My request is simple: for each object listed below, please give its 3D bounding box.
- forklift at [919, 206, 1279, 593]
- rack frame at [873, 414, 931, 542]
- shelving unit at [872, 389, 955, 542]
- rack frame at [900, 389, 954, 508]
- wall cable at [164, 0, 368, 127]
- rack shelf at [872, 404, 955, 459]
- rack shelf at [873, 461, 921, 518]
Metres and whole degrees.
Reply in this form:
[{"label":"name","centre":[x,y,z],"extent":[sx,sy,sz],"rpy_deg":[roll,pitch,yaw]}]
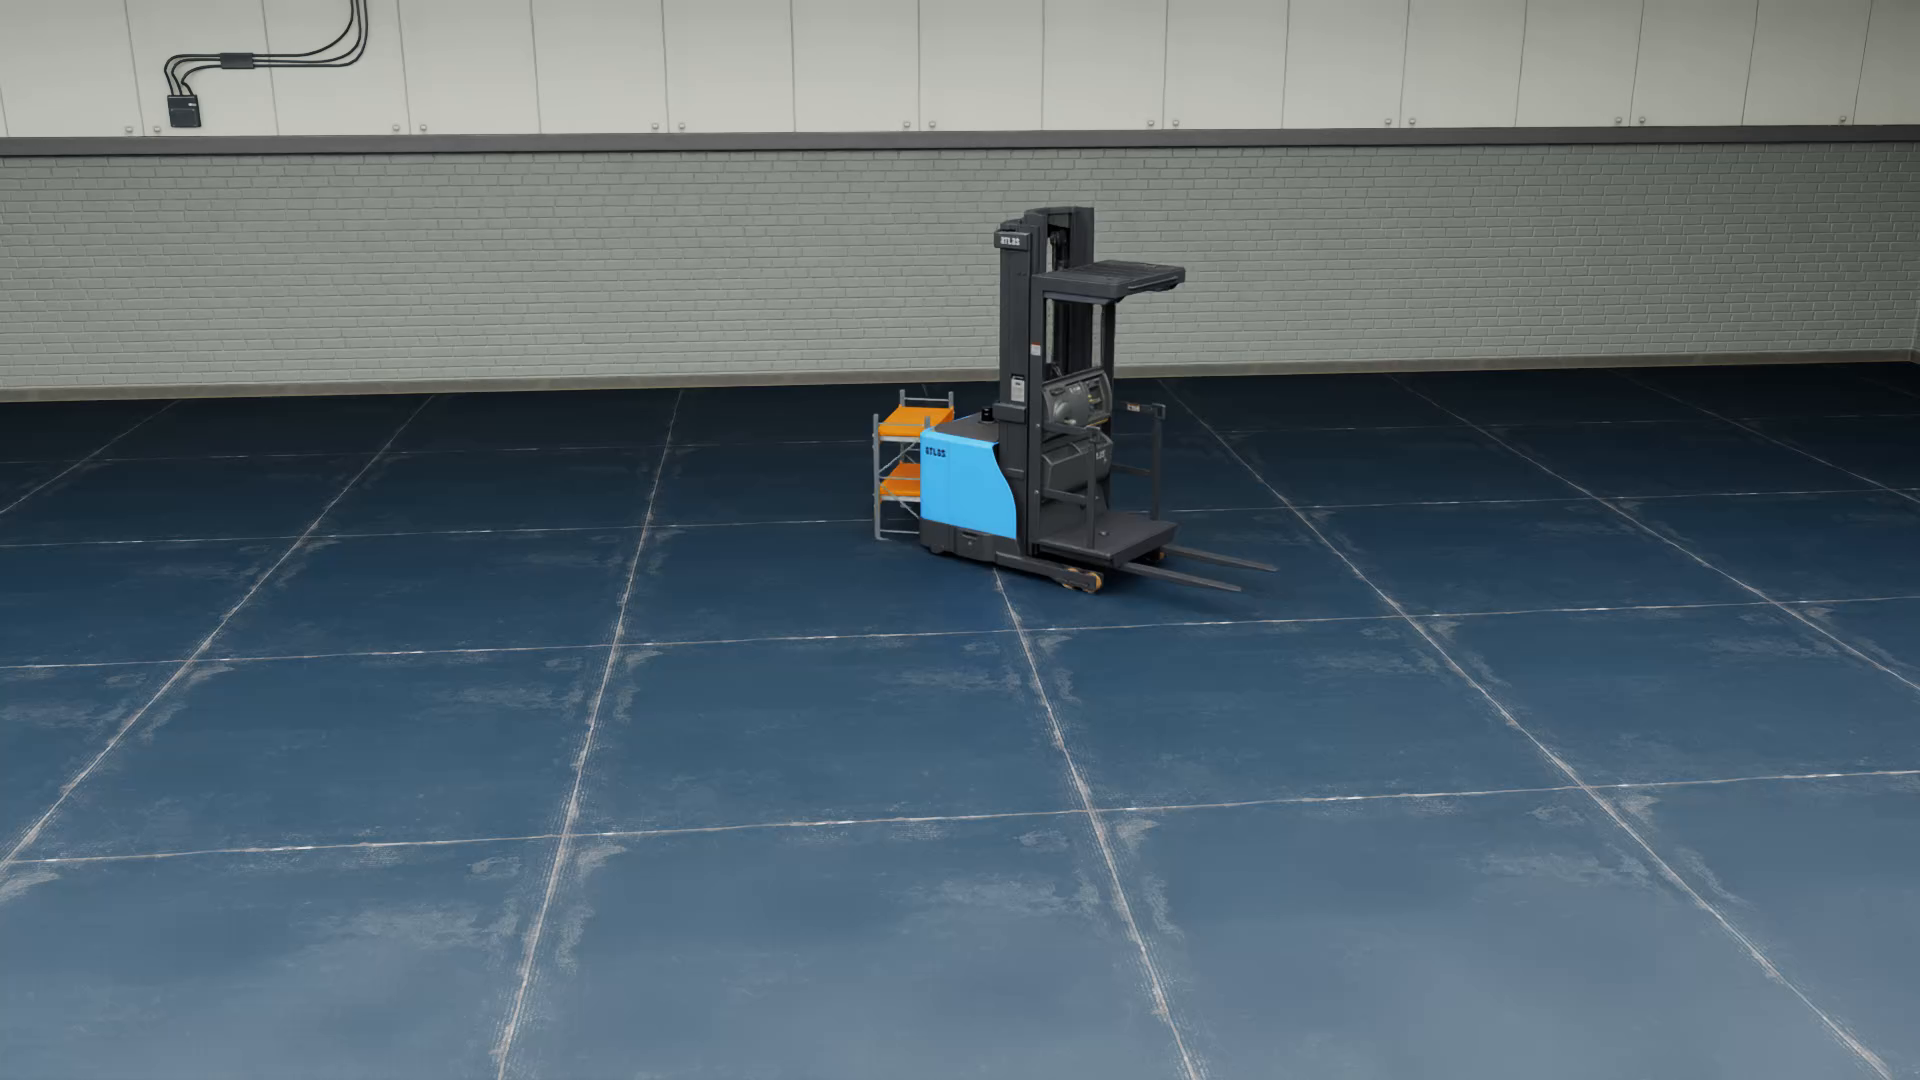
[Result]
[{"label":"forklift","centre":[1.127,-1.151,13.450],"extent":[3.031,2.935,1.130],"rpy_deg":[13,22,35]},{"label":"rack frame","centre":[-0.502,-0.535,14.504],"extent":[0.500,1.125,0.032],"rpy_deg":[3,18,11]},{"label":"shelving unit","centre":[-0.405,-0.685,14.980],"extent":[0.538,1.125,1.048],"rpy_deg":[3,18,11]},{"label":"rack frame","centre":[-0.308,-0.834,15.456],"extent":[0.500,1.125,0.032],"rpy_deg":[3,18,11]},{"label":"wall cable","centre":[-7.940,-7.665,18.390],"extent":[2.305,6.003,0.169],"rpy_deg":[-2,18,-6]},{"label":"rack shelf","centre":[-0.405,-0.964,14.892],"extent":[0.538,0.278,1.000],"rpy_deg":[3,18,11]},{"label":"rack shelf","centre":[-0.405,-0.451,15.053],"extent":[0.538,0.278,1.000],"rpy_deg":[3,18,11]}]
